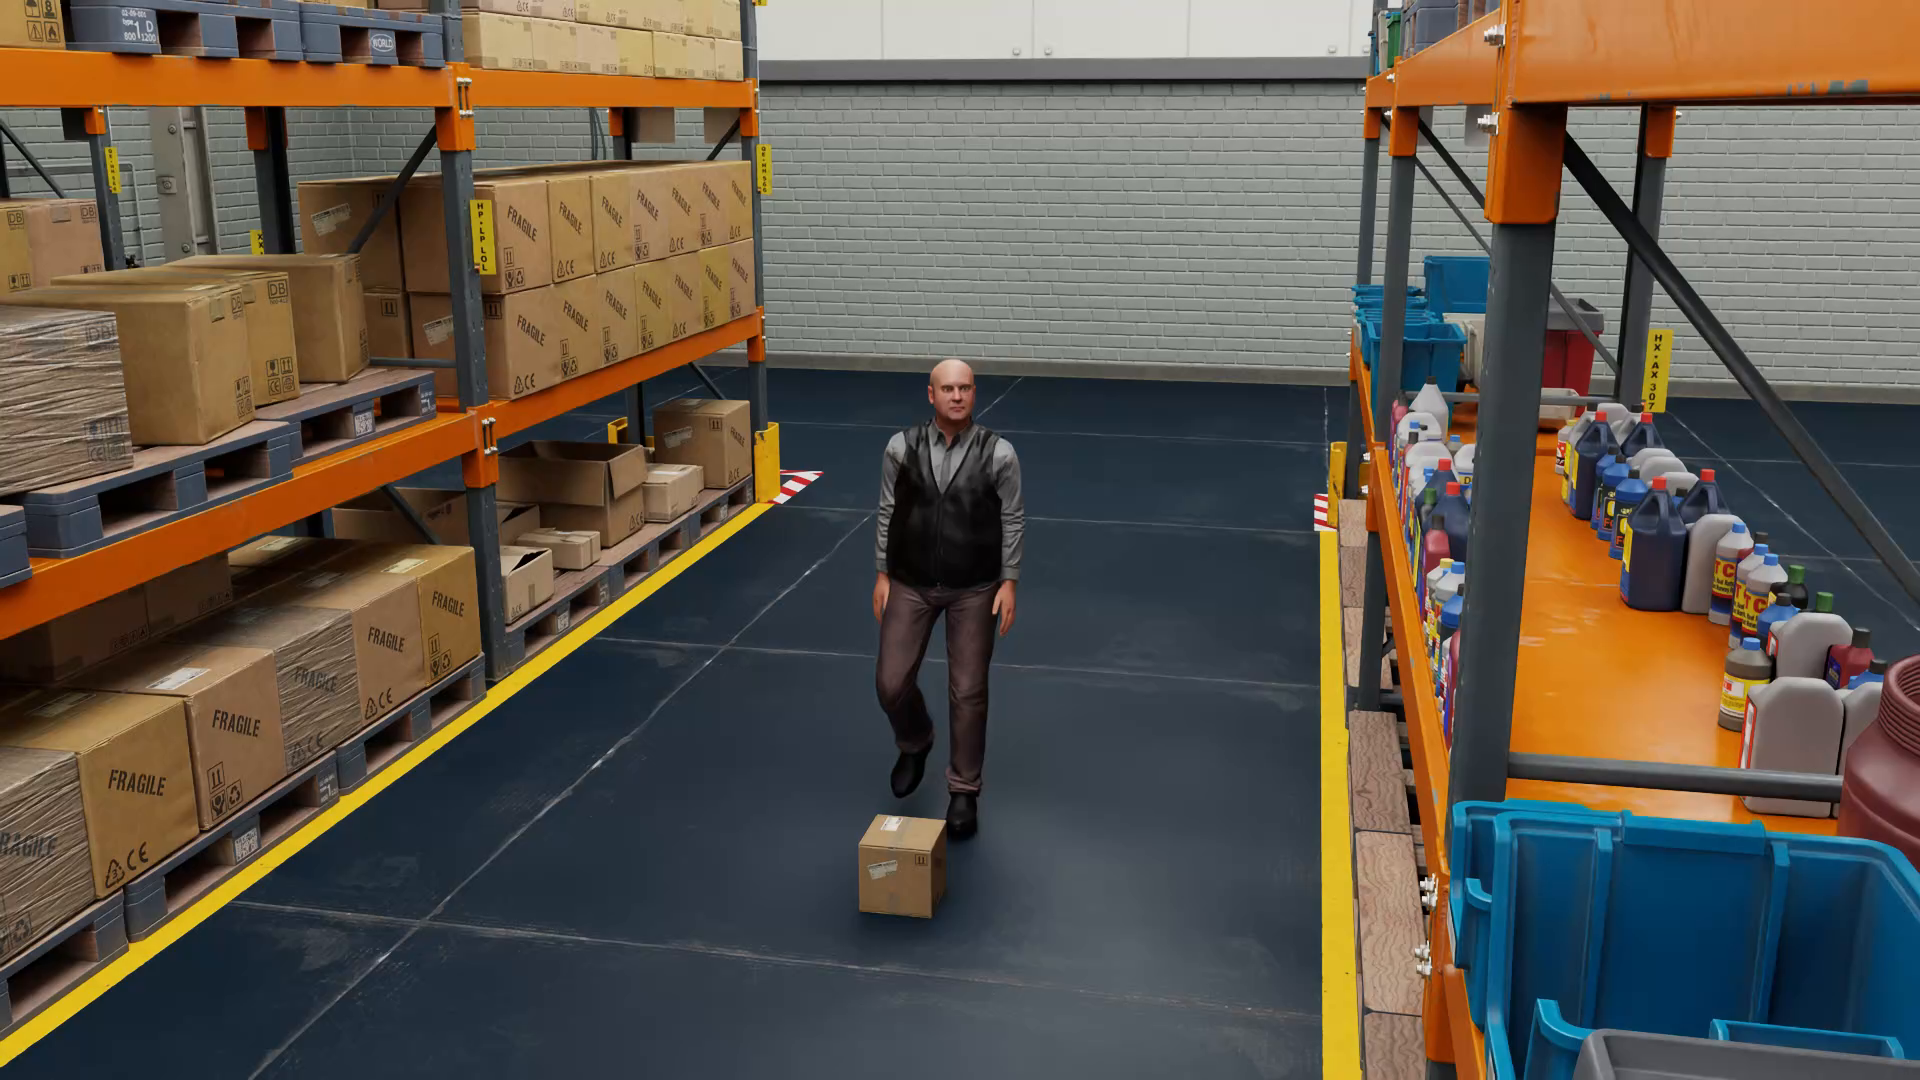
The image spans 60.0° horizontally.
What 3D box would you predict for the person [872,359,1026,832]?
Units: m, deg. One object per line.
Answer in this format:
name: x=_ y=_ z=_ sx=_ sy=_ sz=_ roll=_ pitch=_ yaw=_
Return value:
person: x=-0.055 y=0.202 z=6.181 sx=0.577 sy=1.720 sz=0.506 roll=2 pitch=15 yaw=7
